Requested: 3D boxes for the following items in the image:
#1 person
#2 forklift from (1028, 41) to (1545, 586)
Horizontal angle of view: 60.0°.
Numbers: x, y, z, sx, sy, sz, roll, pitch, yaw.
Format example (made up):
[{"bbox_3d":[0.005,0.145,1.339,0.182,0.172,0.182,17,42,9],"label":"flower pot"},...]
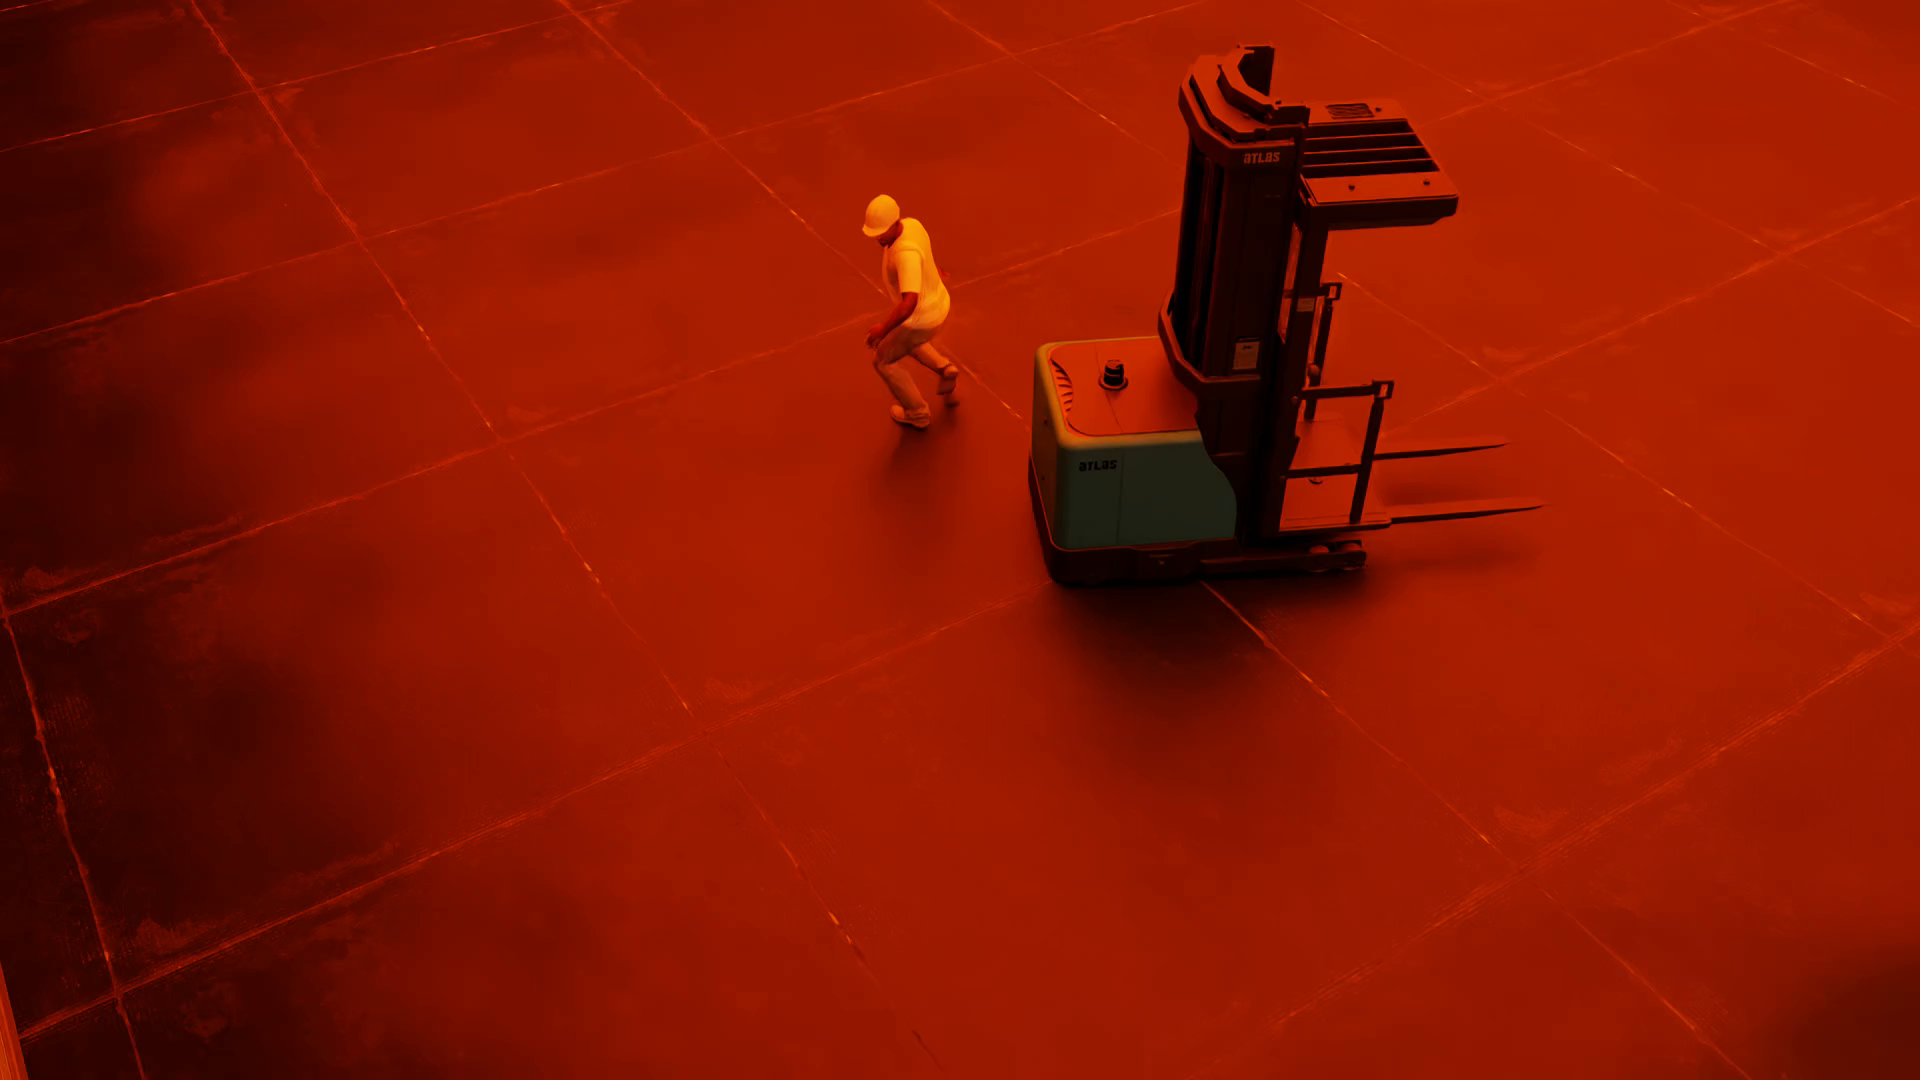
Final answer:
[{"bbox_3d":[-0.294,-1.508,10.666,0.535,1.617,1.018,8,42,9],"label":"person"},{"bbox_3d":[1.979,-1.253,9.304,3.031,2.935,1.130,-4,41,-5],"label":"forklift"}]
